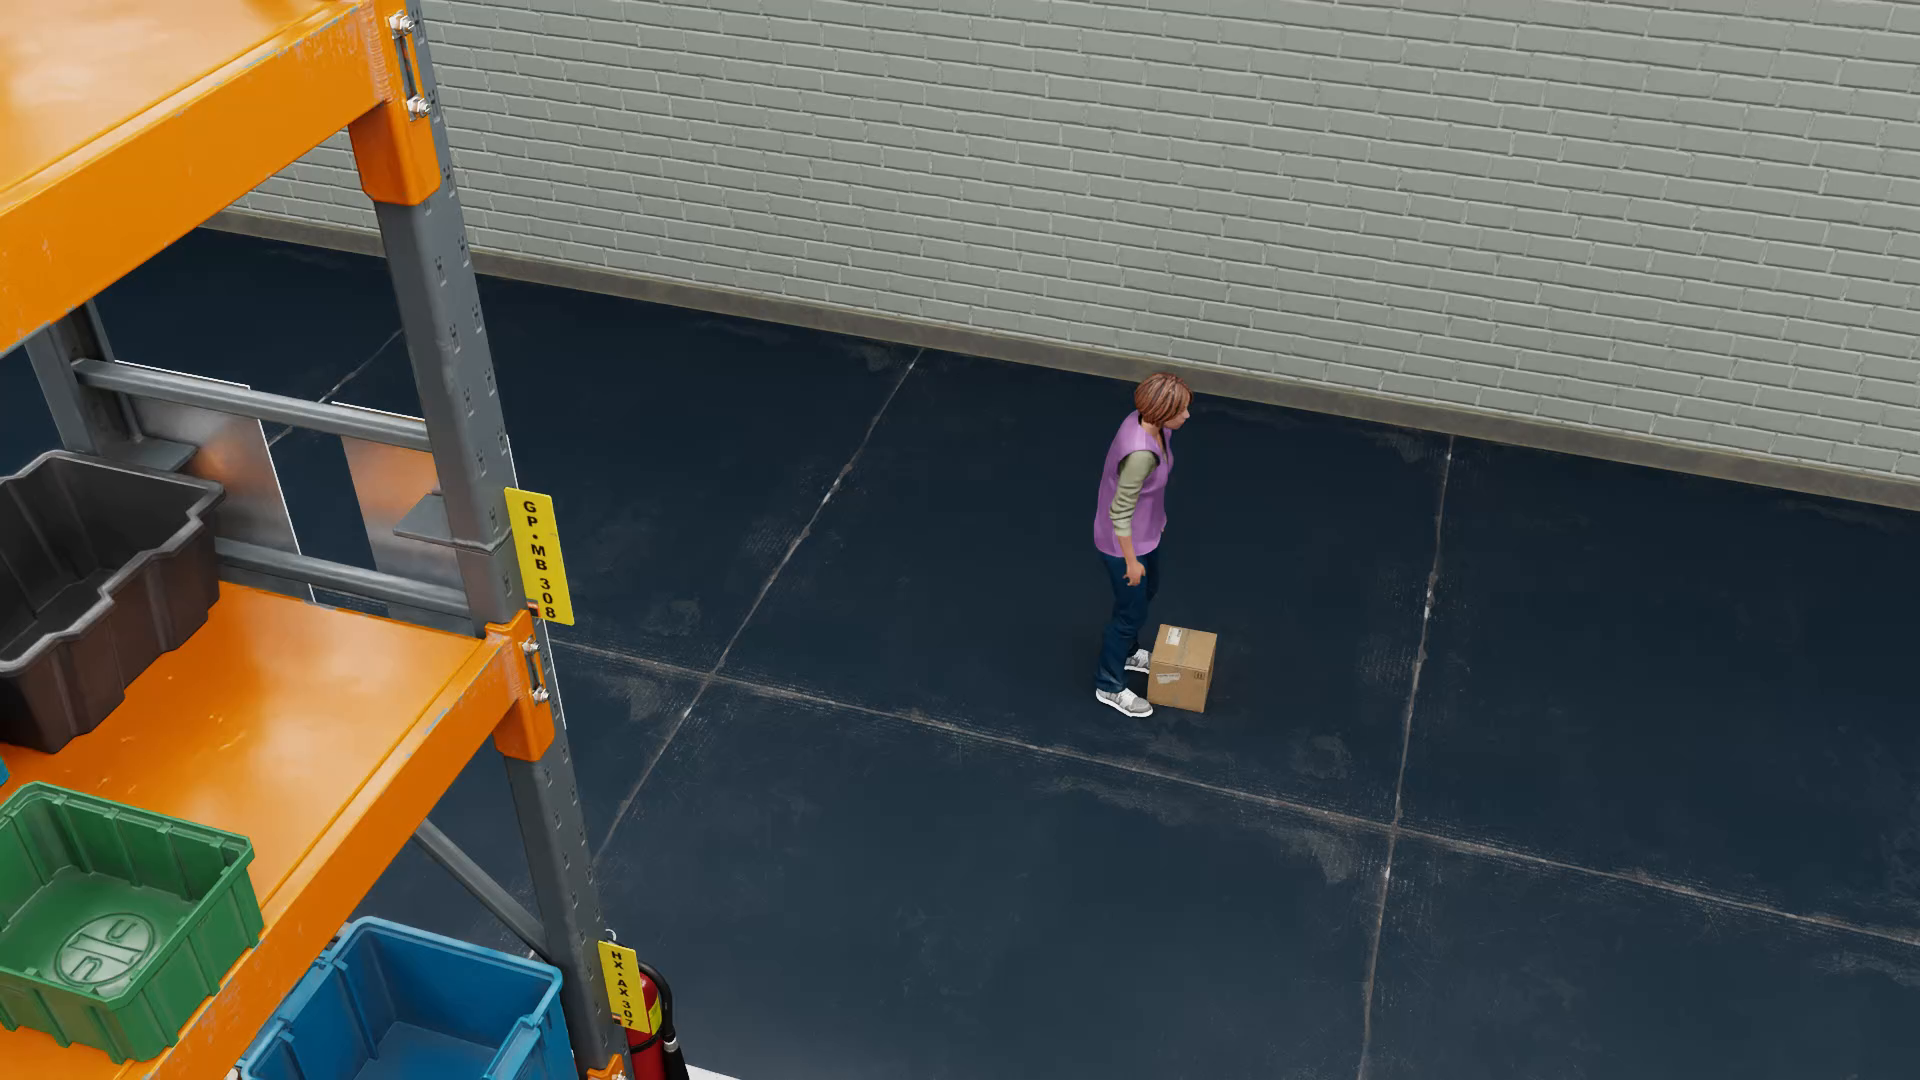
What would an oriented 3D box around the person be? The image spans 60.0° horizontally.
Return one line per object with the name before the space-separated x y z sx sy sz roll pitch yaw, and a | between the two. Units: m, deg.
person | 0.730 0.070 6.971 0.338 1.392 0.460 11 39 14
